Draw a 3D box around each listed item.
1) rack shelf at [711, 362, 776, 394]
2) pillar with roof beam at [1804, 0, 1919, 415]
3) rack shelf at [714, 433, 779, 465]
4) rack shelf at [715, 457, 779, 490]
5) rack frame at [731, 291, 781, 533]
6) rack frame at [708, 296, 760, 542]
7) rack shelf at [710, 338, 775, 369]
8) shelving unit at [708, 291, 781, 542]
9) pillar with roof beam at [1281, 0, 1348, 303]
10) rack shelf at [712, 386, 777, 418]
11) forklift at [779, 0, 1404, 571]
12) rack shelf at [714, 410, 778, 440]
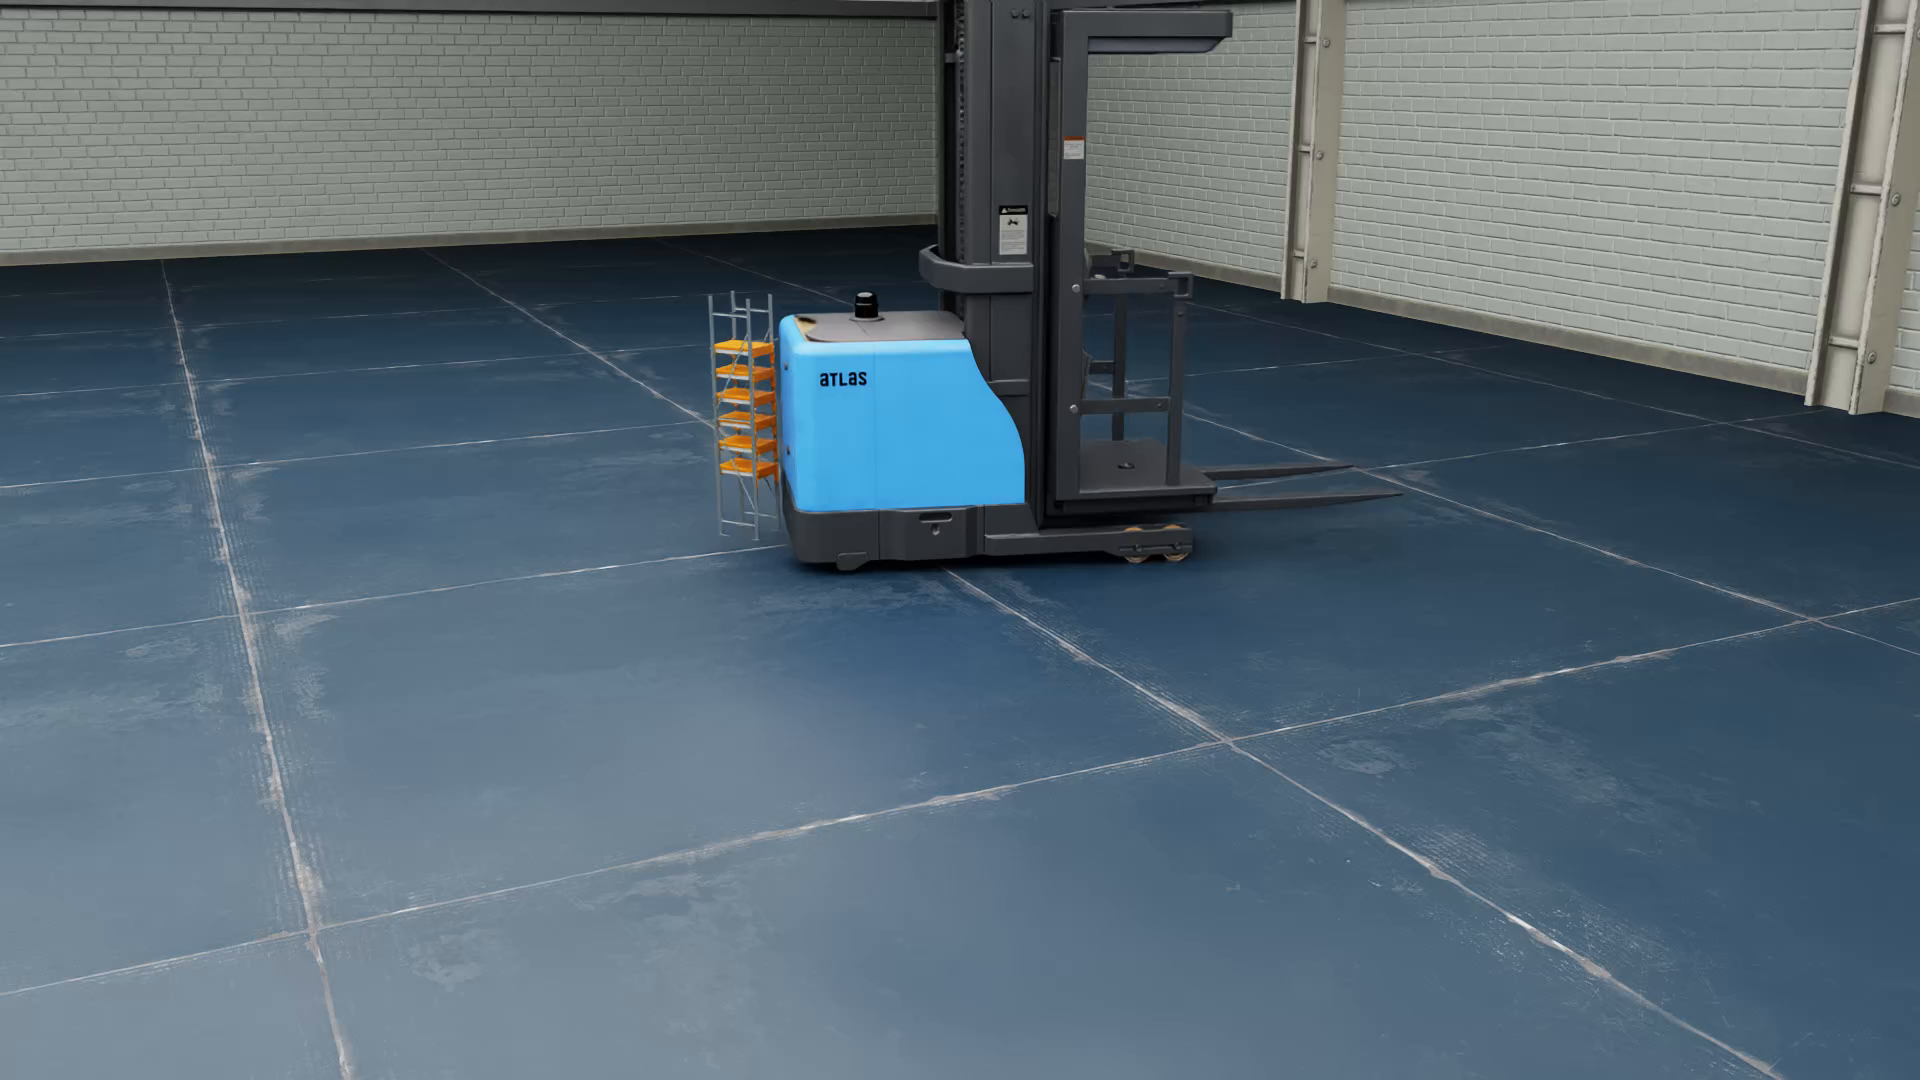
[{"bbox_3d":[-1.057,-0.792,8.124,0.258,0.103,0.180,8,18,27],"label":"rack shelf"},{"bbox_3d":[2.202,-4.715,8.366,9.100,9.000,0.400,-8,18,-25],"label":"pillar with roof beam"},{"bbox_3d":[-1.056,-0.447,8.226,0.258,0.103,0.180,8,18,27],"label":"rack shelf"},{"bbox_3d":[-1.055,-0.332,8.260,0.258,0.103,0.180,8,18,27],"label":"rack shelf"},{"bbox_3d":[-1.013,-0.628,8.257,0.240,1.200,0.006,8,18,27],"label":"rack frame"},{"bbox_3d":[-1.099,-0.582,8.102,0.240,1.200,0.006,8,18,27],"label":"rack frame"},{"bbox_3d":[-1.057,-0.907,8.091,0.258,0.103,0.180,8,18,27],"label":"rack shelf"},{"bbox_3d":[-1.056,-0.605,8.180,0.258,1.200,0.189,8,18,27],"label":"shelving unit"},{"bbox_3d":[-0.426,-6.203,13.551,9.100,9.000,0.400,-8,18,-25],"label":"pillar with roof beam"},{"bbox_3d":[-1.056,-0.677,8.158,0.258,0.103,0.180,8,18,27],"label":"rack shelf"},{"bbox_3d":[0.656,-1.443,7.966,3.031,2.935,1.130,-3,16,-10],"label":"forklift"},{"bbox_3d":[-1.056,-0.562,8.192,0.258,0.103,0.180,8,18,27],"label":"rack shelf"}]
